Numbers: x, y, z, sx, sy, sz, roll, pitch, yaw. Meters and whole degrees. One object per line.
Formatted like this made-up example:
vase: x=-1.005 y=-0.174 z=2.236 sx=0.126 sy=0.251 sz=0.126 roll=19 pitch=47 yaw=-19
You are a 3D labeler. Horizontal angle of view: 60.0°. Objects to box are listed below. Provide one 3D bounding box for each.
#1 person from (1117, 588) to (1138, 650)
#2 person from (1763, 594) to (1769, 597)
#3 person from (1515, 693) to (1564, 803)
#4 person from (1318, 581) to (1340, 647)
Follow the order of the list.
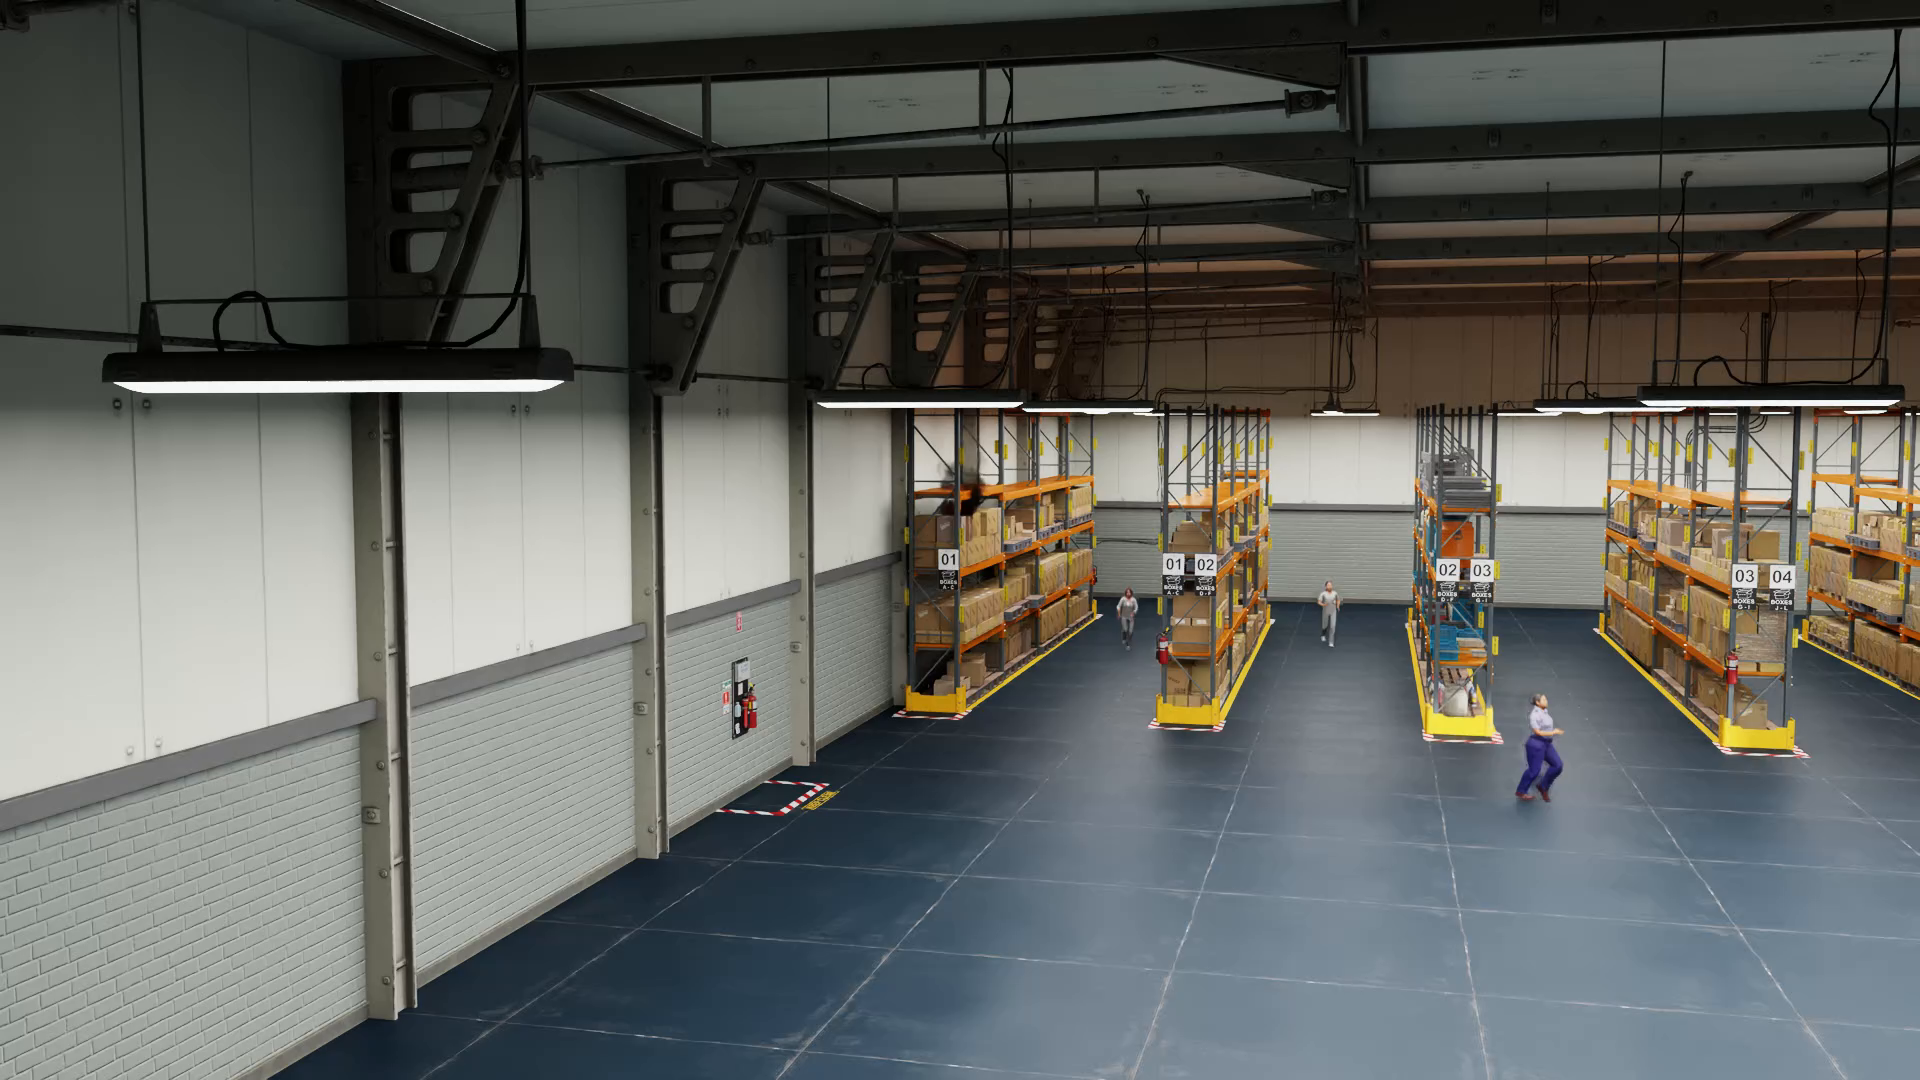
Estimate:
person: x=4.139 y=1.954 z=41.032 sx=0.515 sy=1.554 sz=0.627 roll=0 pitch=4 yaw=1
person: x=20.488 y=1.779 z=42.320 sx=0.718 sy=1.760 sz=0.804 roll=1 pitch=4 yaw=11
person: x=8.661 y=3.146 z=24.798 sx=0.688 sy=1.580 sz=0.578 roll=4 pitch=5 yaw=40
person: x=9.299 y=1.850 z=41.873 sx=0.577 sy=1.640 sz=0.867 roll=0 pitch=4 yaw=3
